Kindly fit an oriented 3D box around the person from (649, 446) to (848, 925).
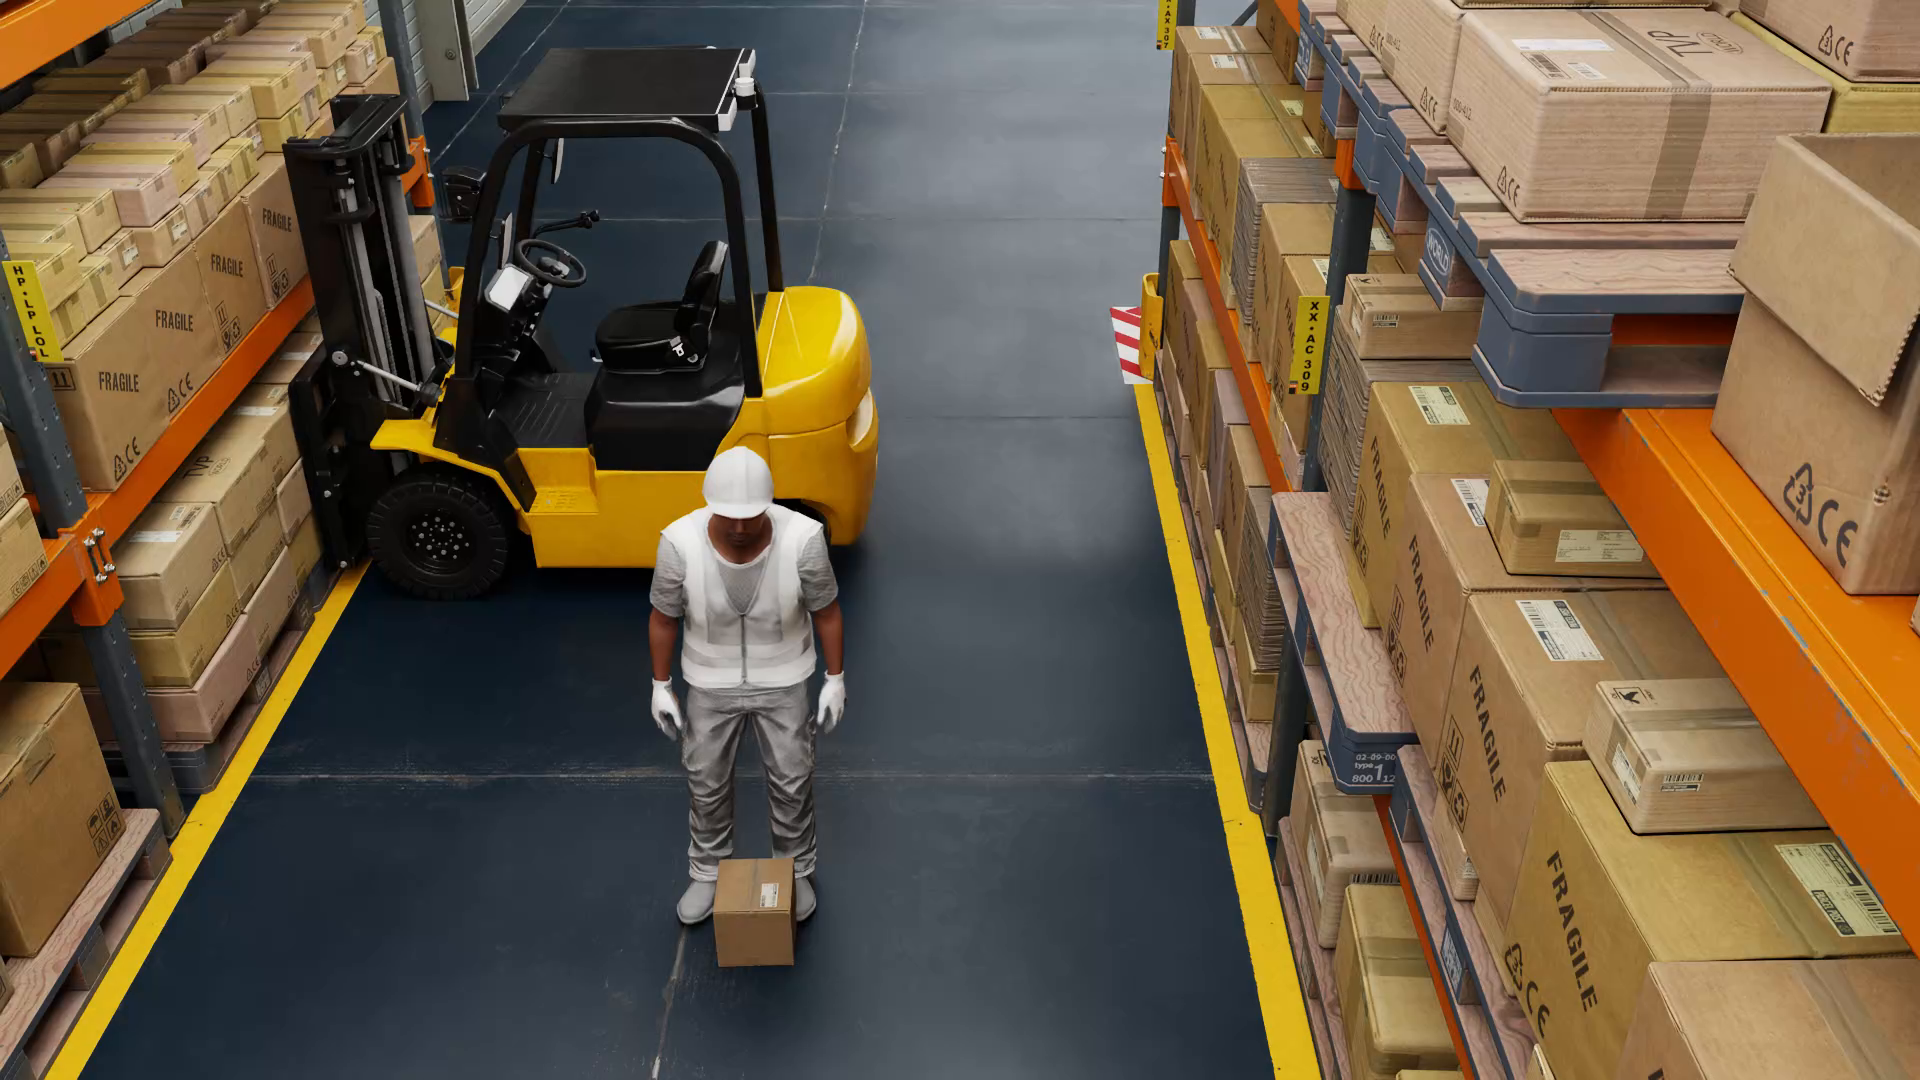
[{"bbox_3d":[-0.678,0.471,5.347,0.629,1.775,0.446,-2,31,-3],"label":"person"}]
